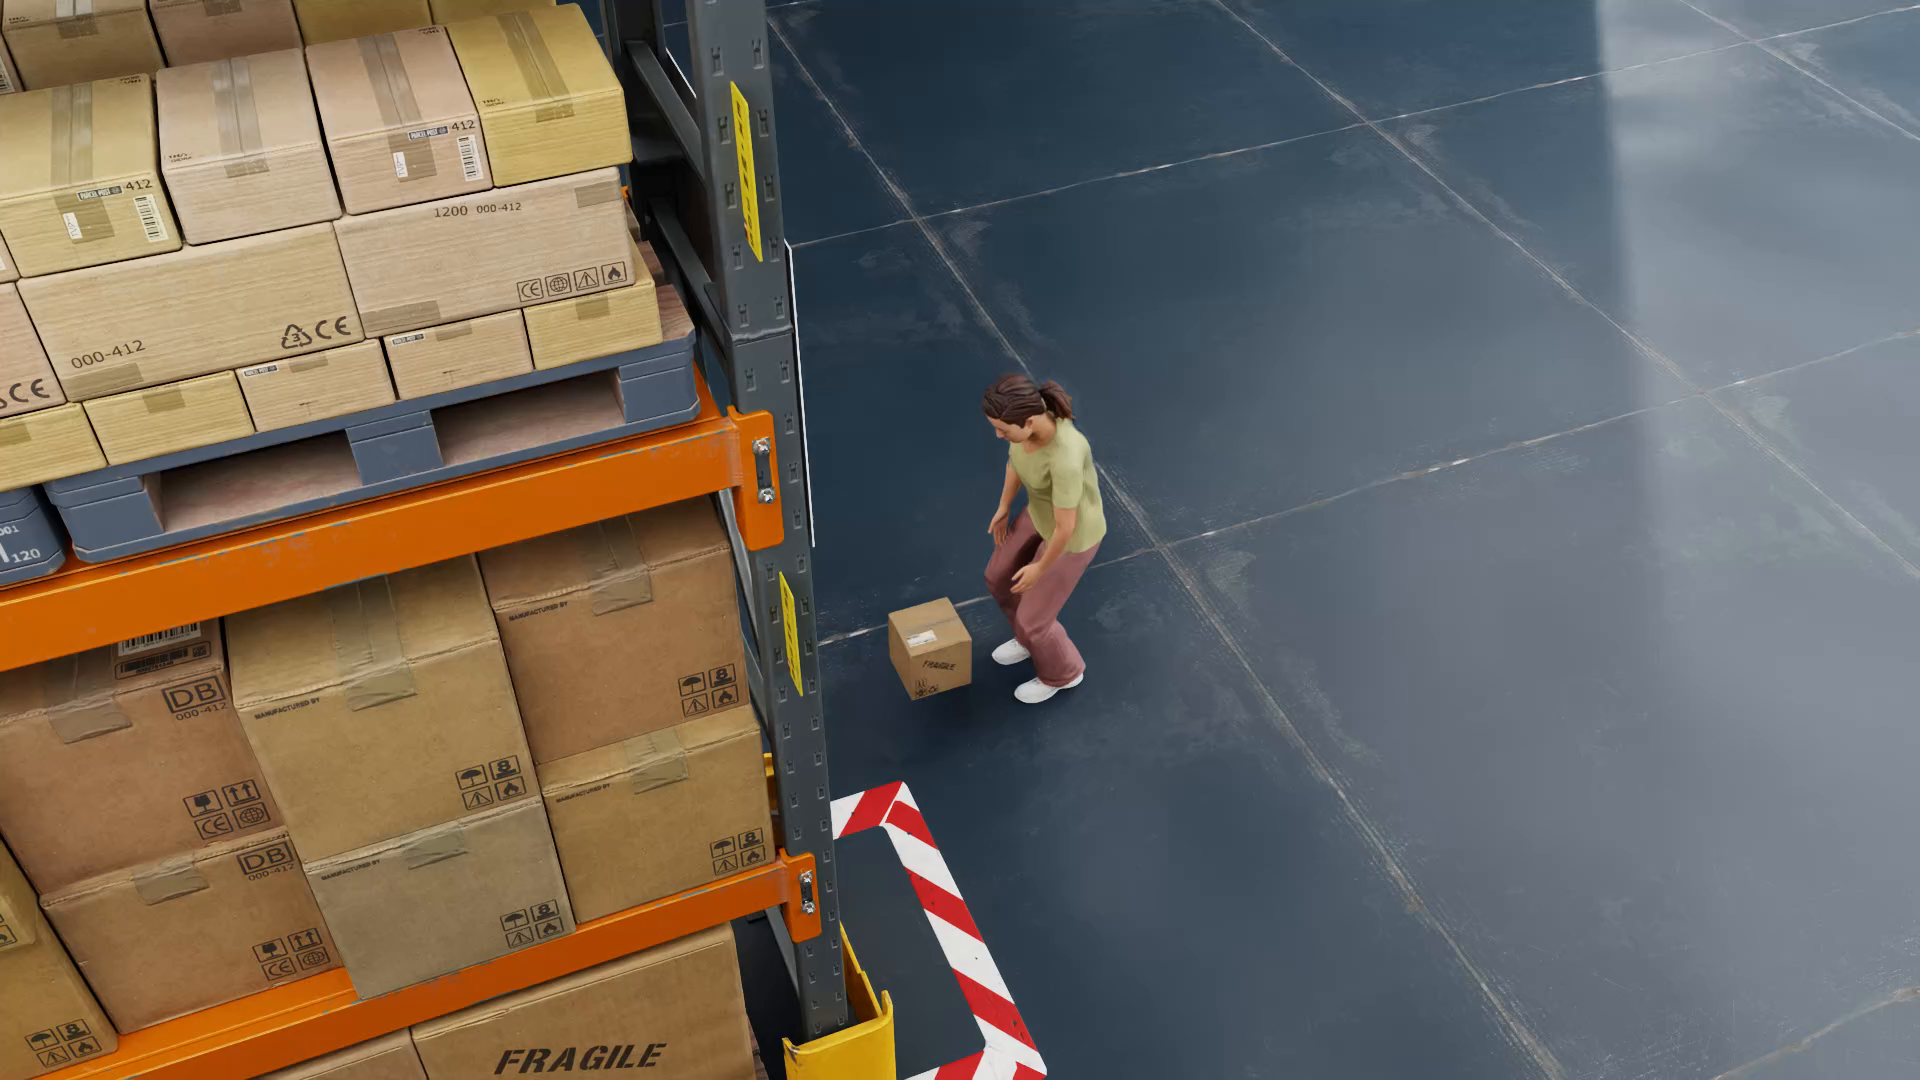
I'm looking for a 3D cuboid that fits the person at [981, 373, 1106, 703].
[{"bbox_3d":[0.308,-0.013,6.272,0.489,1.556,0.490,-15,44,-16],"label":"person"}]
